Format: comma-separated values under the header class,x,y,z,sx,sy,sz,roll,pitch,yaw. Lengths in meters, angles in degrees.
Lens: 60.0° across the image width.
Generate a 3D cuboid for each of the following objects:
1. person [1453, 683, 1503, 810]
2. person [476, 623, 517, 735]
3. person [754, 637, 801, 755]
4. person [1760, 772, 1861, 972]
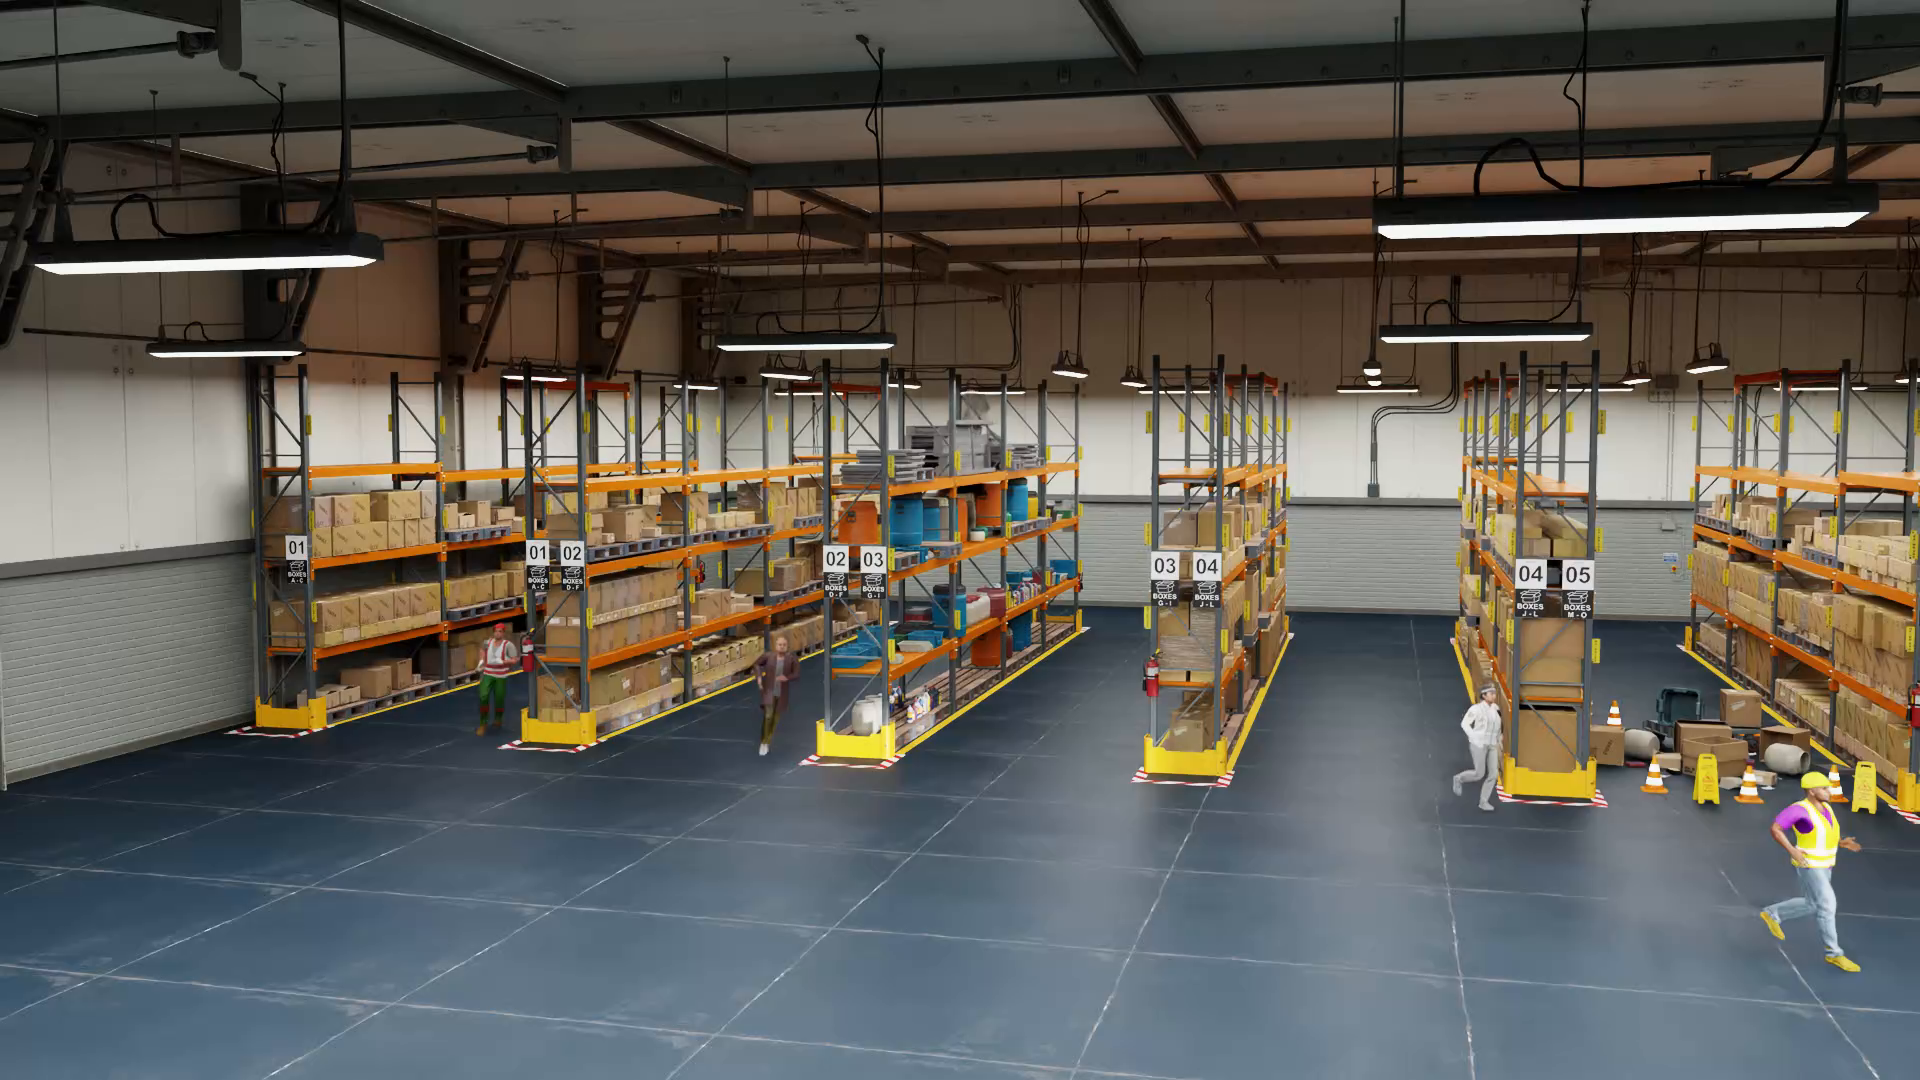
class,x,y,z,sx,sy,sz,roll,pitch,yaw
person,6.875,2.680,21.843,0.674,1.641,0.677,-2,4,-26
person,-7.558,2.253,27.189,0.672,1.813,0.732,0,4,-2
person,-2.793,2.391,25.487,0.678,1.827,0.704,-1,4,-16
person,7.962,3.047,15.550,0.700,1.773,0.968,-3,5,-39
